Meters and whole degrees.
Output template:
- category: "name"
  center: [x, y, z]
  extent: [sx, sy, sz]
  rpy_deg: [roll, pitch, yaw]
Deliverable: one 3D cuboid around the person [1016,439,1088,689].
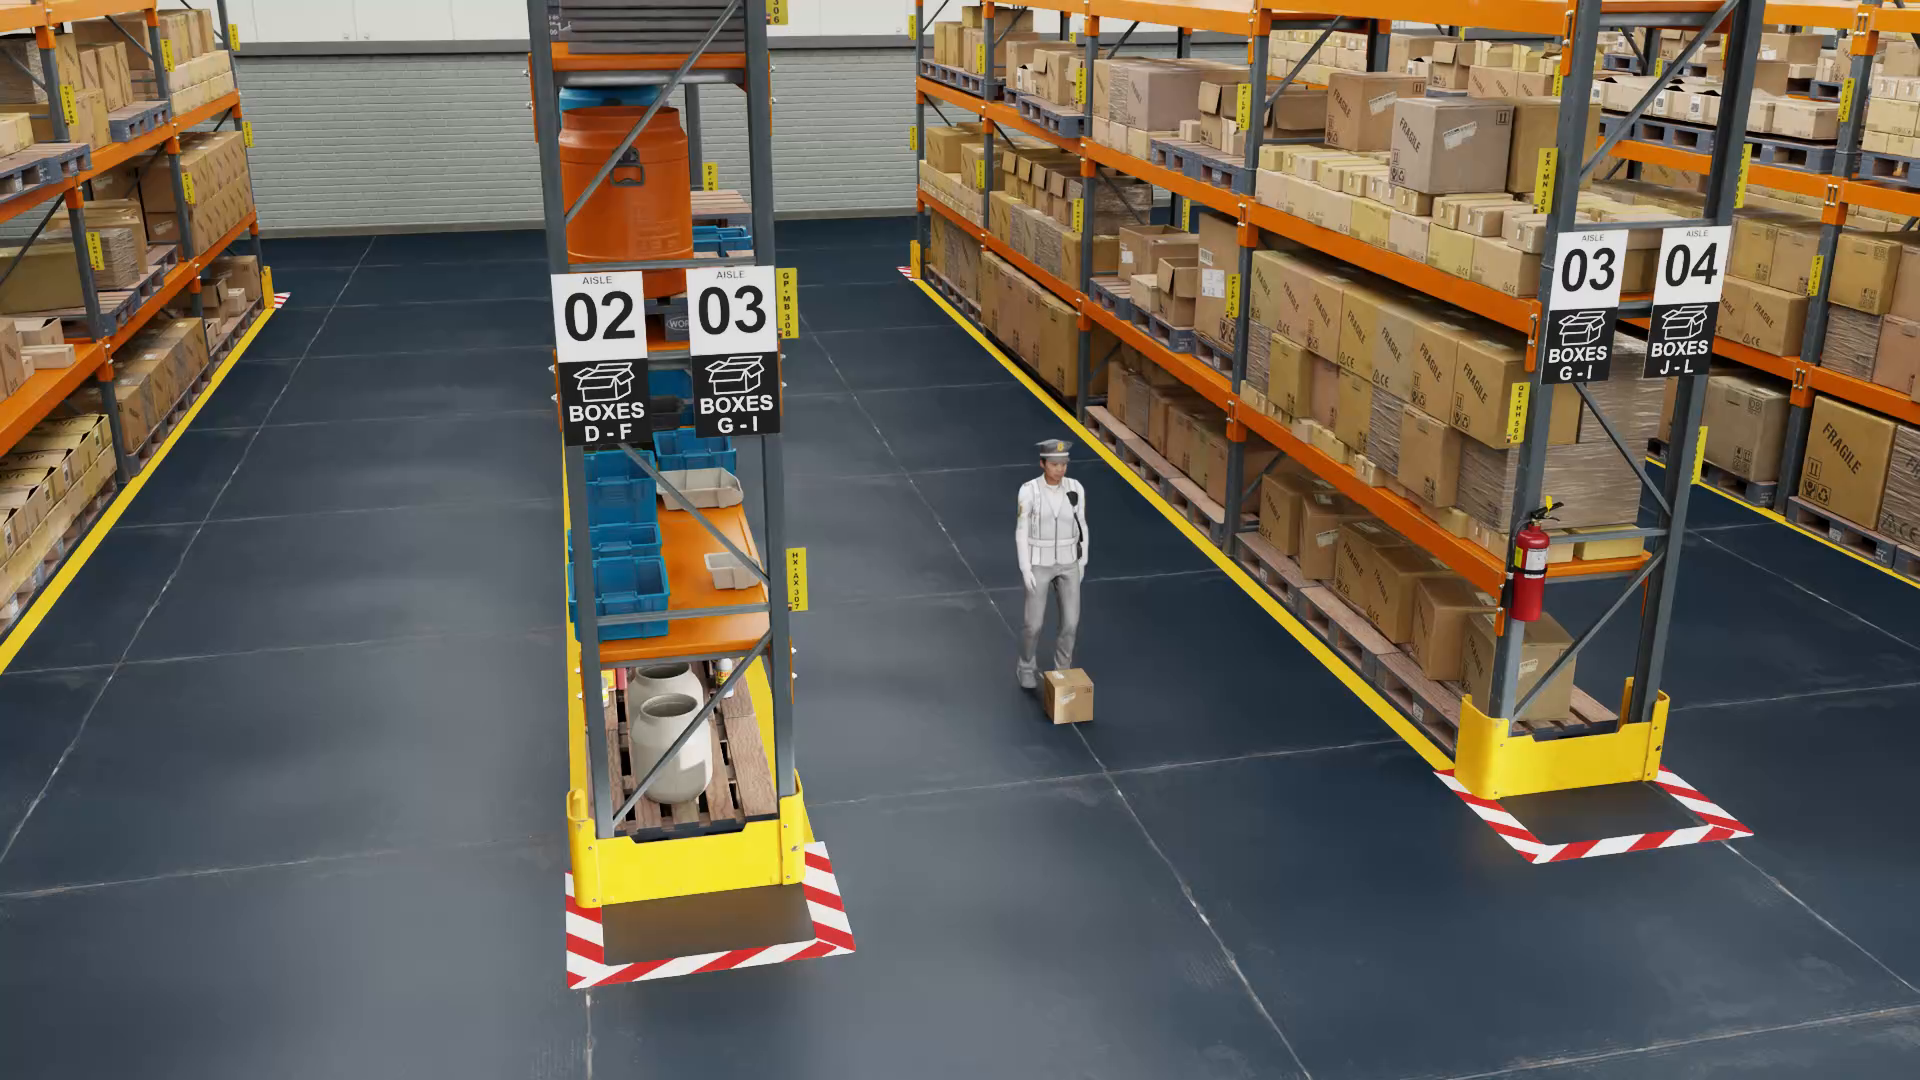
- category: "person"
  center: [0.594, 0.184, 10.629]
  extent: [0.473, 1.723, 0.380]
  rpy_deg: [-4, 20, -11]
